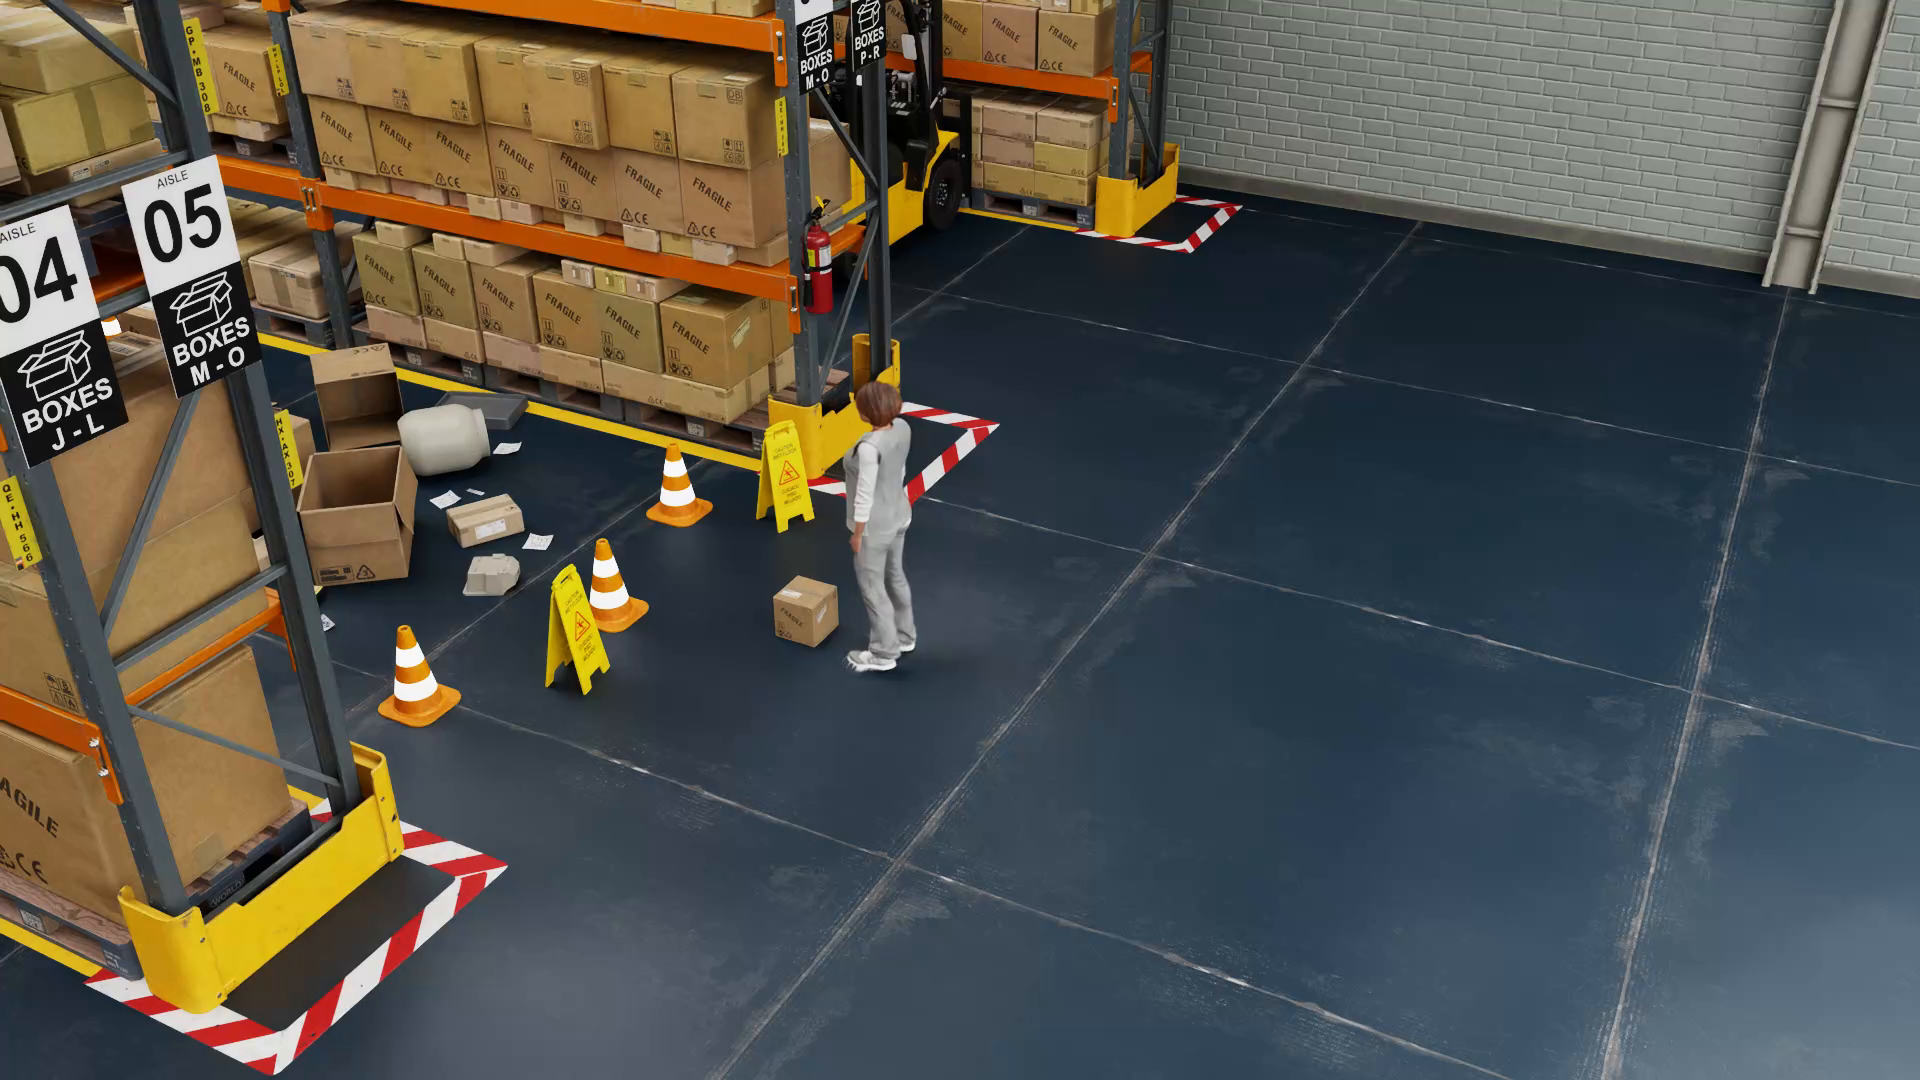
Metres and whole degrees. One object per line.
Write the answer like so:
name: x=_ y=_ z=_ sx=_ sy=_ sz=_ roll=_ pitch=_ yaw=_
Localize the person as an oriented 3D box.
person: x=-0.411 y=-0.075 z=8.418 sx=0.308 sy=1.601 sz=0.406 roll=15 pitch=34 yaw=24
